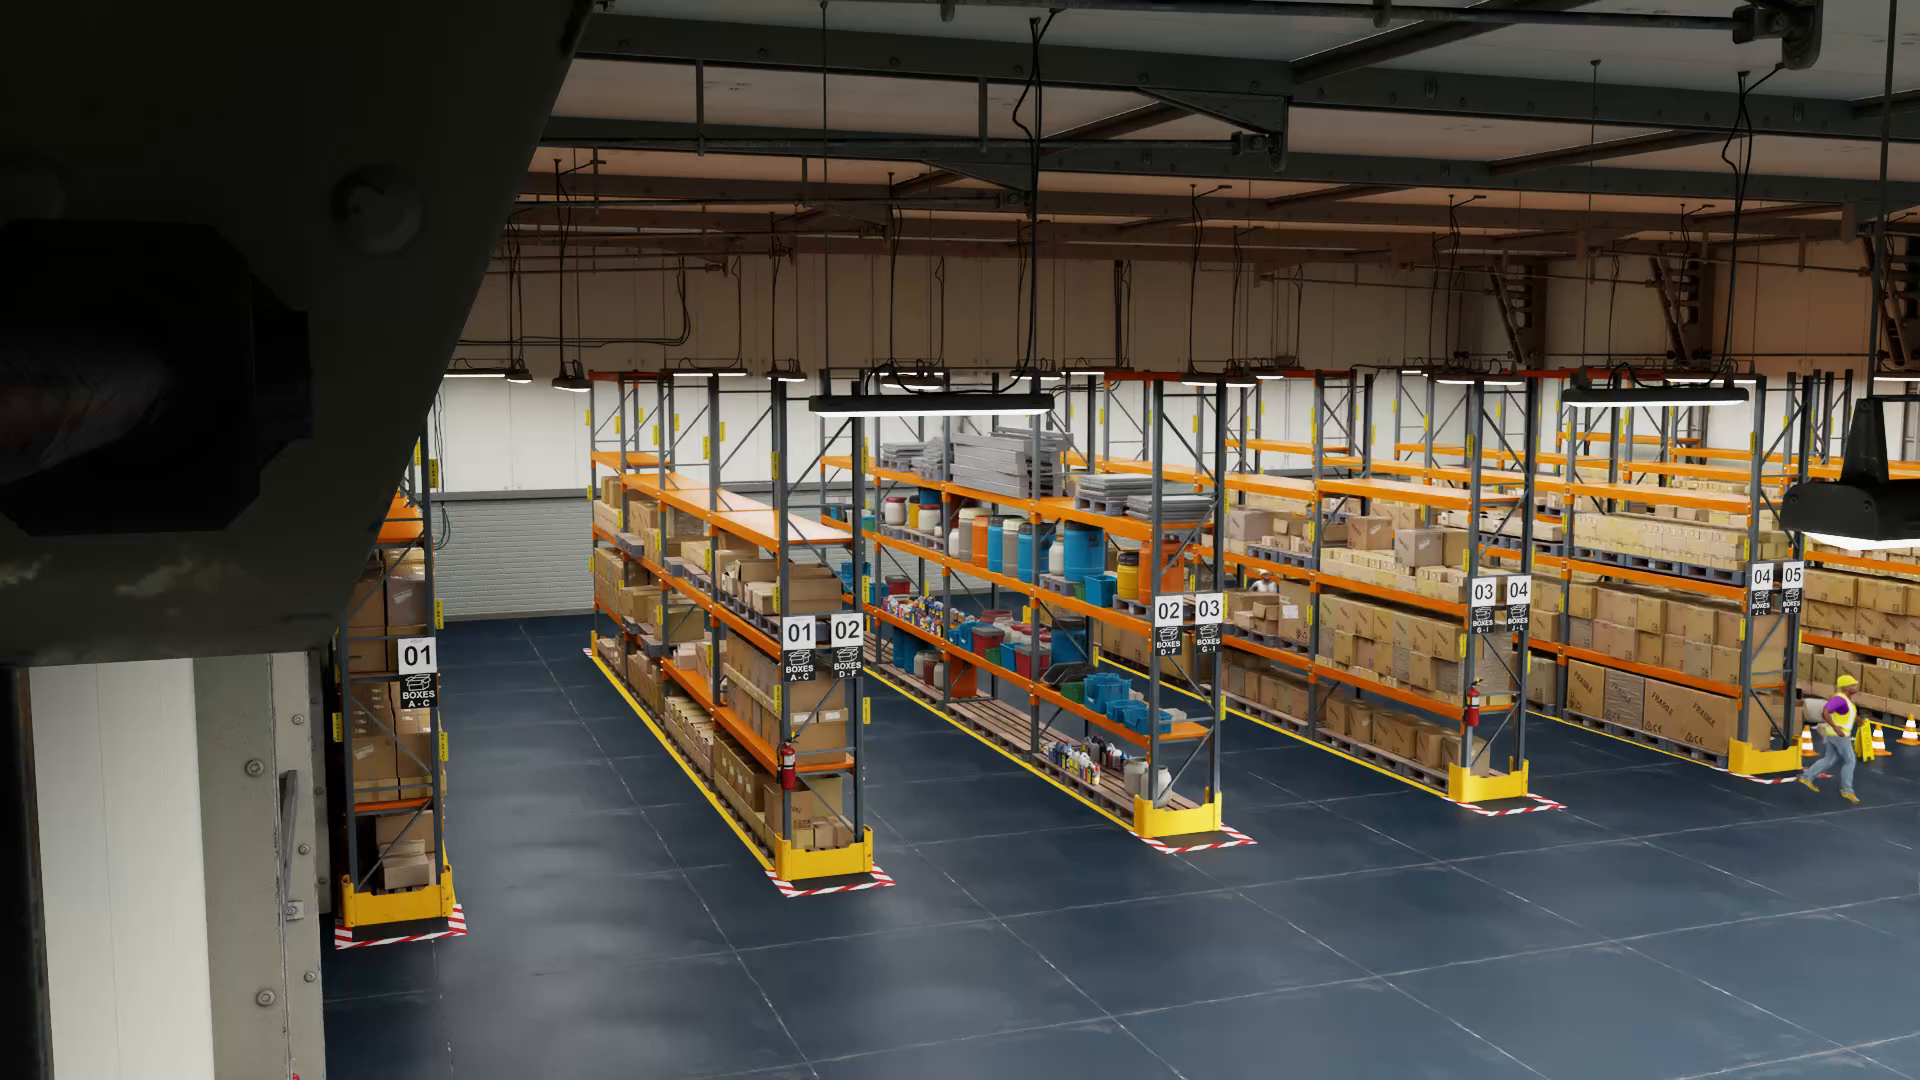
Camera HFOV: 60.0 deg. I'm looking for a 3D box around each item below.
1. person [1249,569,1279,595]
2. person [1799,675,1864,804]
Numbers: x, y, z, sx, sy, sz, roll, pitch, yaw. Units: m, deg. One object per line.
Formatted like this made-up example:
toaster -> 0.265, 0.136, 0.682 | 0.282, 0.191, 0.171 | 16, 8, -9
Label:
person -> 6.591, 1.467, 35.797 | 0.636, 1.752, 0.660 | -2, 7, -18
person -> 12.489, 2.809, 23.768 | 0.833, 1.808, 0.692 | 3, 7, 26
